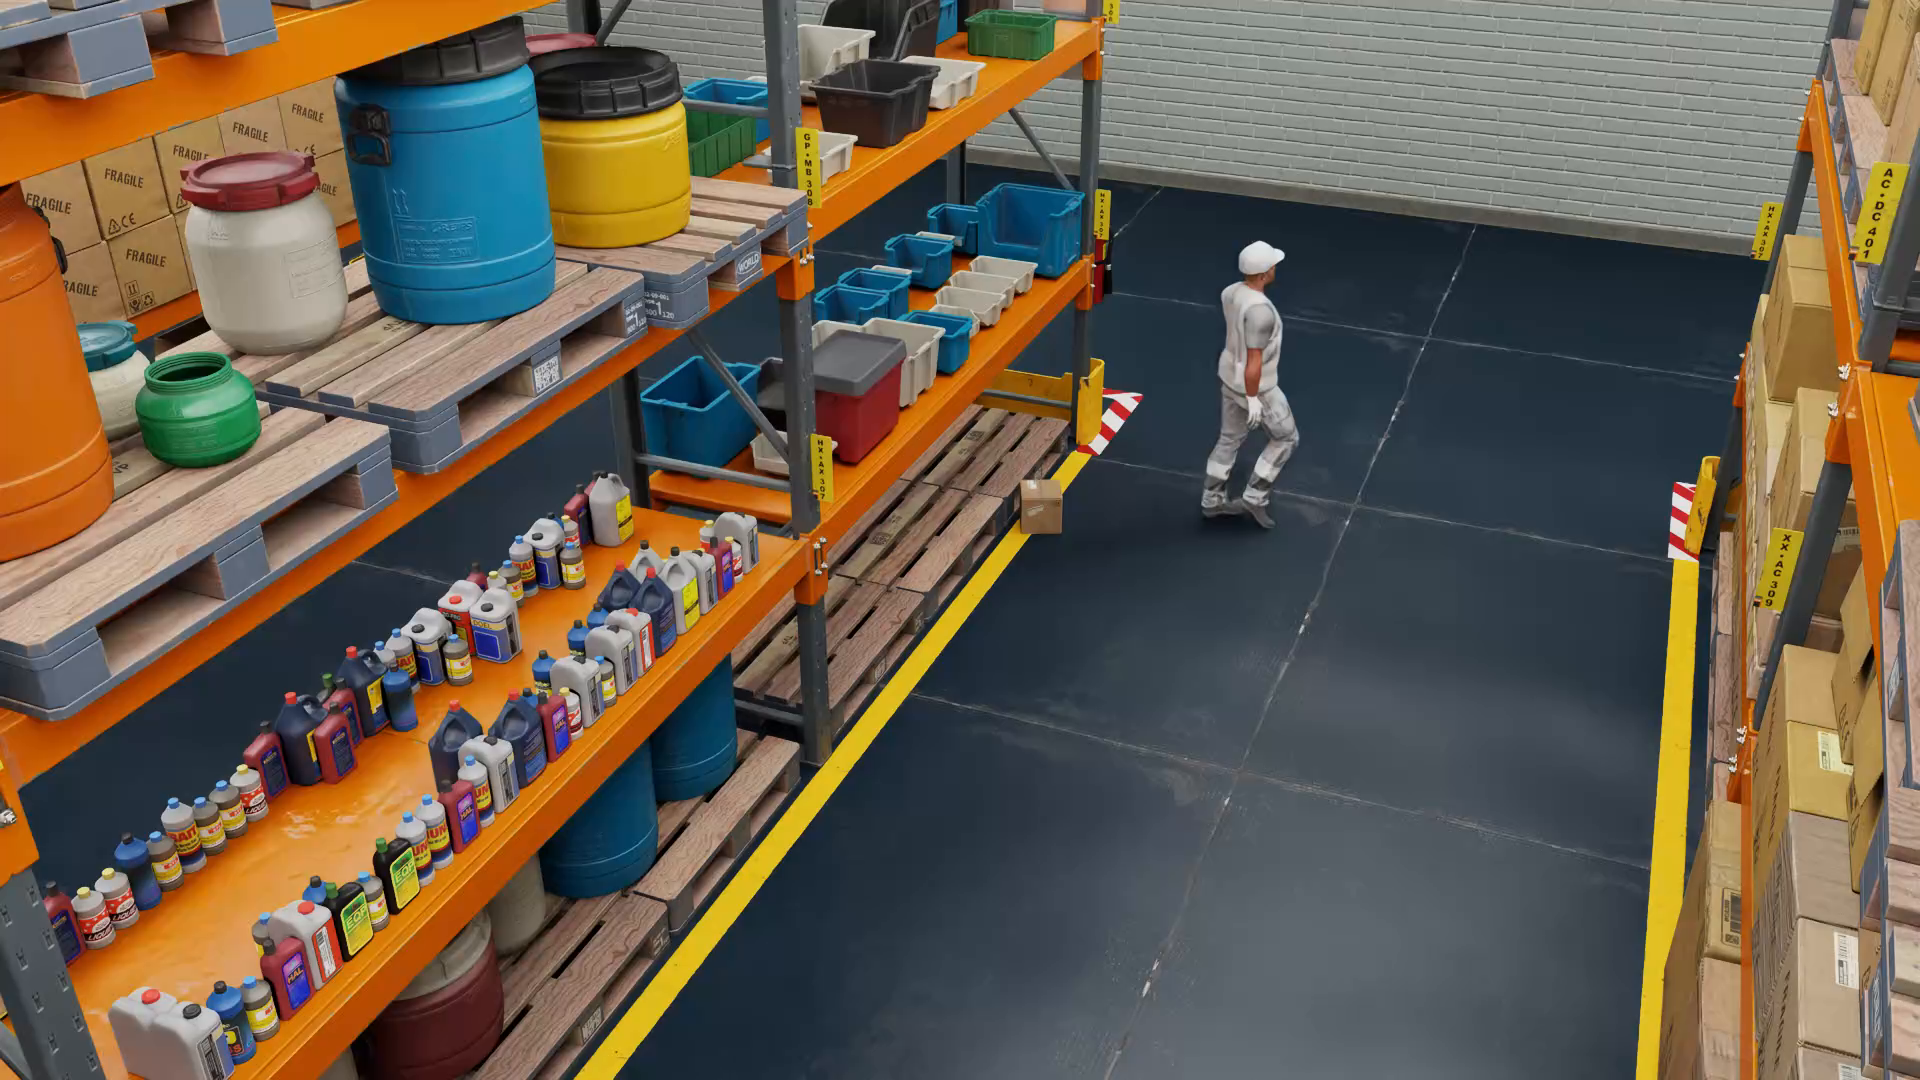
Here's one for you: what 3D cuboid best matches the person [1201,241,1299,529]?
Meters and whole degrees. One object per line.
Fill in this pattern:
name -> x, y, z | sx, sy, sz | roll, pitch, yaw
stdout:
person -> 1.766, -0.912, 9.988 | 0.511, 1.834, 0.592 | -9, 31, -15
